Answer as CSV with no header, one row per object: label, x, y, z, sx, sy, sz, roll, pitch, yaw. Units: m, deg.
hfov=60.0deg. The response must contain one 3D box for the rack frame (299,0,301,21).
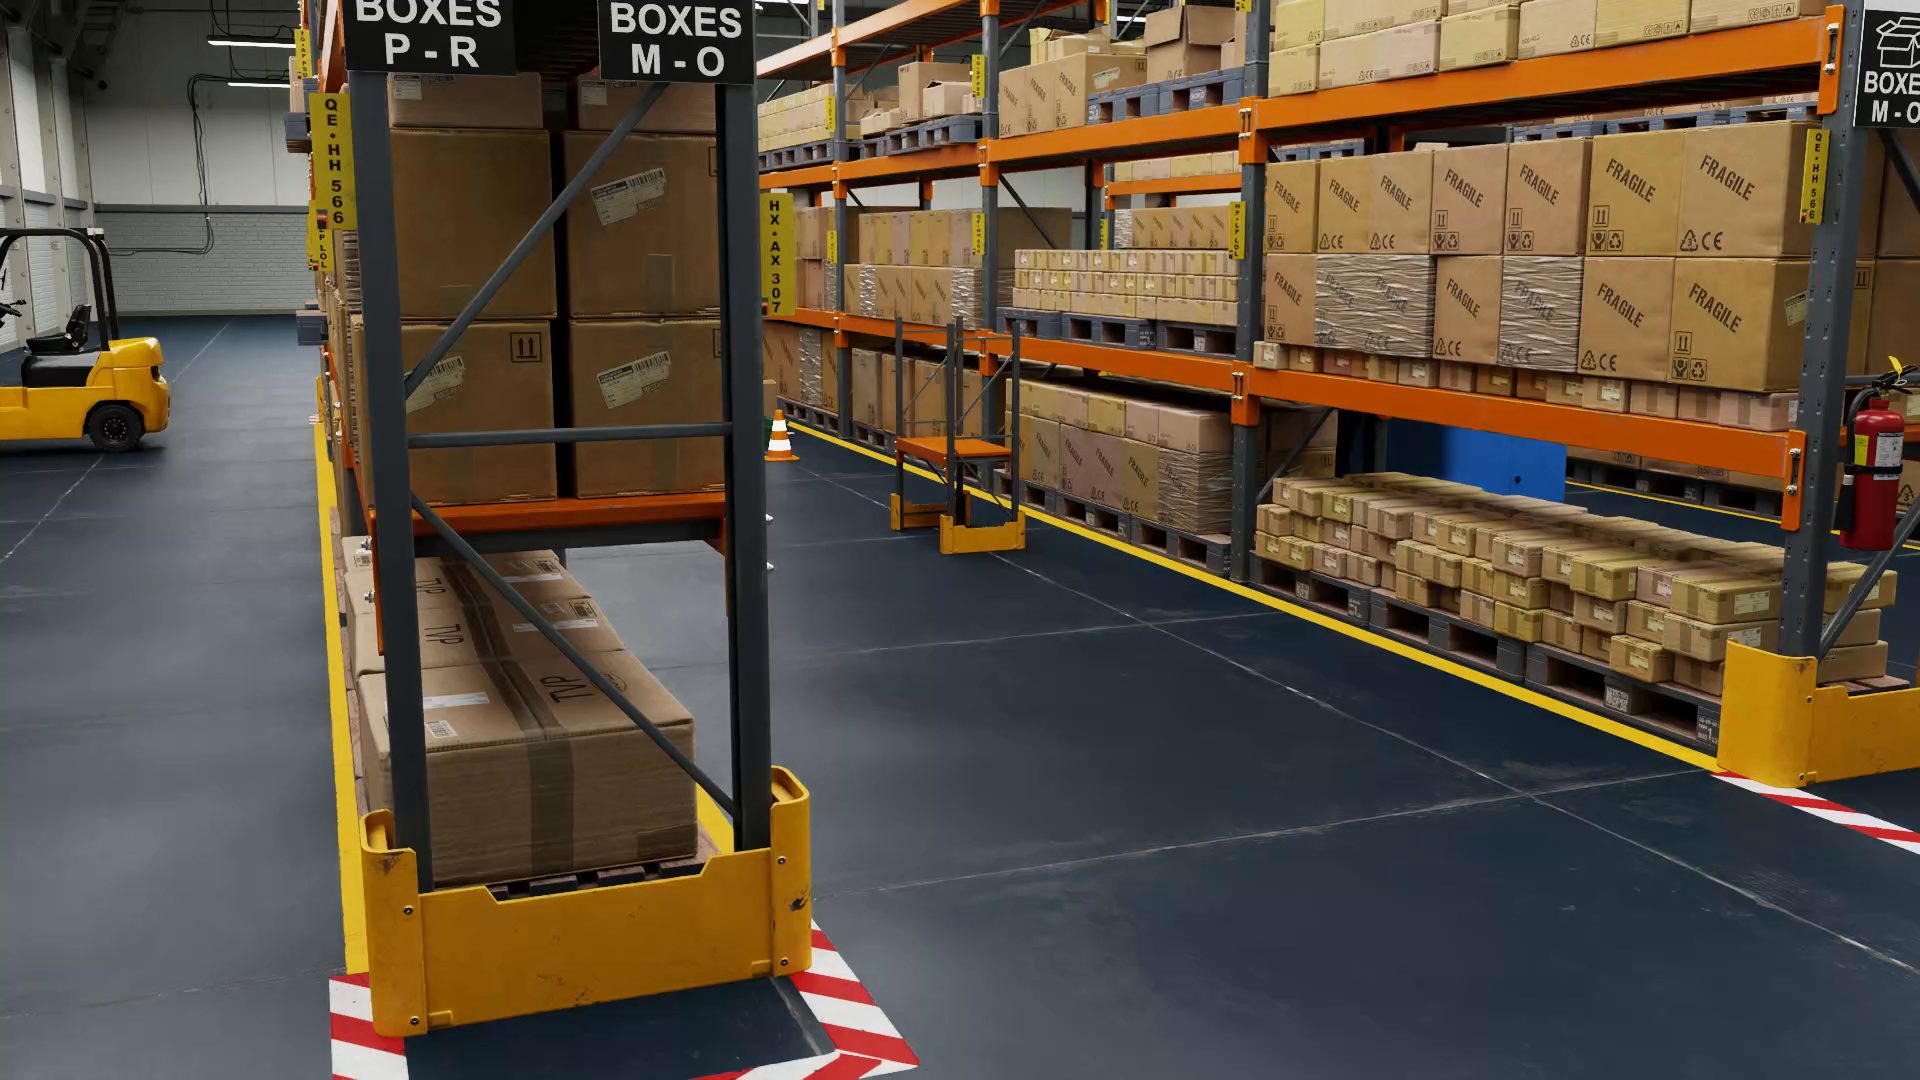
rack frame,-6.812,-5.833,18.517,1.000,3.000,0.127,-4,11,-21

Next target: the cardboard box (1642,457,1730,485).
cardboard box,6.198,-0.959,13.115,1.225,0.875,0.875,-4,11,-23

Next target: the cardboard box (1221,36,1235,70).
cardboard box,1.990,-3.048,10.480,0.500,0.311,0.500,-4,11,-22

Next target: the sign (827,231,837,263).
sign,-1.302,-2.987,16.948,0.100,0.325,0.005,-4,11,-21

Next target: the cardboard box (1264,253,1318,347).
cardboard box,2.058,-1.350,9.310,0.500,0.500,0.500,-4,11,-22

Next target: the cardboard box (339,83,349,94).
cardboard box,-1.617,-1.251,4.896,0.380,0.149,0.250,-4,11,-21

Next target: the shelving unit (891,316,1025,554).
shelving unit,-0.028,-0.751,11.359,0.587,1.500,1.083,-4,11,-21

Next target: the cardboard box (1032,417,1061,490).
cardboard box,0.868,-0.667,12.542,0.500,0.500,0.500,-4,11,-20

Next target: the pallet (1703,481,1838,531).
pallet,6.423,-0.298,12.492,1.003,0.211,1.213,-4,11,-21

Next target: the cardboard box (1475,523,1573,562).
cardboard box,2.709,0.020,7.987,0.380,0.149,0.250,-4,11,-23

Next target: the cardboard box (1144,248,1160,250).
cardboard box,2.891,-3.538,21.612,0.875,0.500,0.500,-4,11,-21

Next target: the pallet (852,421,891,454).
pallet,-0.436,-1.063,16.793,1.003,0.211,1.213,-4,11,-21

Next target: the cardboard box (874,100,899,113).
cardboard box,-0.702,-4.460,17.458,0.500,0.250,0.500,-4,11,-21

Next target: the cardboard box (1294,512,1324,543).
cardboard box,2.122,-0.086,9.429,0.380,0.149,0.250,-4,11,-20

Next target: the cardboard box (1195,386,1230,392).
cardboard box,3.253,-2.089,20.535,0.500,0.500,0.500,-5,11,-26

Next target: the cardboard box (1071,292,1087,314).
cardboard box,1.031,-1.726,12.078,0.380,0.149,0.250,-4,11,-19

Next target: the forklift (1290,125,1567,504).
forklift,2.995,-1.587,11.974,1.130,2.935,3.031,-4,11,-22

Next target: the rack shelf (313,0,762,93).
rack shelf,-1.739,-1.717,5.996,1.077,0.370,4.000,-4,11,-21

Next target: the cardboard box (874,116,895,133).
cardboard box,-0.641,-3.981,15.904,0.250,0.149,0.380,-4,11,-21

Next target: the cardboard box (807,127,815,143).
cardboard box,-1.402,-4.289,17.632,0.380,0.149,0.250,-4,11,-20

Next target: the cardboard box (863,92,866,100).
cardboard box,-0.878,-4.764,18.029,0.380,0.149,0.250,-4,11,-22

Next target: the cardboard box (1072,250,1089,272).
cardboard box,1.031,-2.021,12.037,0.380,0.149,0.250,-3,11,-18

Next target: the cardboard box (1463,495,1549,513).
cardboard box,2.917,-0.141,8.889,0.380,0.149,0.250,-4,11,-24

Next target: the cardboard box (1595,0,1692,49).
cardboard box,2.960,-2.142,6.758,0.500,0.250,0.500,-4,11,-21

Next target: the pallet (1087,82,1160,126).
pallet,1.610,-2.912,11.198,1.213,0.211,1.003,-4,11,-21

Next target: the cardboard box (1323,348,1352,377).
cardboard box,2.219,-0.983,9.098,0.380,0.149,0.250,-4,11,-23

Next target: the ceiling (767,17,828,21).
ceiling,-7.997,-16.814,54.554,6.000,0.001,6.000,-4,11,-21

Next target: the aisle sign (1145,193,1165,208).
aisle sign,2.681,-4.817,22.514,0.394,0.787,0.004,-4,11,-21

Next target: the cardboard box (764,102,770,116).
cardboard box,-2.043,-4.971,19.192,0.380,0.149,0.250,-4,11,-22

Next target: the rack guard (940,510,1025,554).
rack guard,0.153,-0.054,11.011,0.587,0.250,0.087,-4,11,-21

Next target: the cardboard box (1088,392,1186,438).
cardboard box,1.229,-0.872,11.556,0.500,0.250,0.500,-4,11,-23

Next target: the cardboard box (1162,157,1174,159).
cardboard box,2.748,-4.833,20.753,0.380,0.149,0.250,-4,11,-23

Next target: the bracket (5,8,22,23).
bracket,-18.066,-10.012,31.730,0.235,0.232,0.430,-4,11,-21

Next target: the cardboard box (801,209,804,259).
cardboard box,-1.263,-3.404,18.481,0.875,0.550,0.550,-4,11,-21

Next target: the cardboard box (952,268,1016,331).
cardboard box,0.250,-2.010,13.869,0.500,0.500,0.500,-4,11,-21

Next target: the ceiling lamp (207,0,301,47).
ceiling lamp,-13.768,-11.301,32.589,2.000,3.185,0.800,-4,11,-21

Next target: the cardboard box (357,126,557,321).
cardboard box,-1.411,-0.873,4.621,0.500,0.500,0.500,-4,11,-19

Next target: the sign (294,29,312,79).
sign,-4.420,-3.271,11.201,0.100,0.325,0.005,-4,11,-21

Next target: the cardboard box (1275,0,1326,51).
cardboard box,2.064,-2.807,9.069,0.500,0.250,0.500,-4,11,-19

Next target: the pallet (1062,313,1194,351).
pallet,1.419,-1.489,11.775,1.003,0.211,1.213,-4,11,-21

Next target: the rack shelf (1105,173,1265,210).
rack shelf,3.149,-4.304,20.543,1.077,0.370,4.000,-4,11,-21

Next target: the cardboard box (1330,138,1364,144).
cardboard box,4.294,-4.353,17.268,0.797,0.503,0.637,-3,11,-19

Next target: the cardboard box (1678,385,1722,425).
cardboard box,3.126,-0.553,6.681,0.380,0.149,0.250,-4,11,-21

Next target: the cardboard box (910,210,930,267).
cardboard box,-0.048,-2.769,15.282,0.700,0.500,0.500,-4,11,-21

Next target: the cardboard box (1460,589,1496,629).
cardboard box,2.642,0.319,8.005,0.380,0.149,0.250,-4,11,-20

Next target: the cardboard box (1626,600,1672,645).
cardboard box,3.061,0.338,7.047,0.380,0.149,0.250,-4,11,-22

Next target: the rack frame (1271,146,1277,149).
rack frame,3.874,-5.809,18.382,1.000,3.000,0.127,-4,11,-21

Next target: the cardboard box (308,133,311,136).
cardboard box,-5.774,-3.831,15.407,0.500,0.250,0.500,-4,11,-21

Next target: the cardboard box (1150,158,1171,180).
cardboard box,2.726,-4.651,20.867,0.500,0.250,0.500,-4,11,-21

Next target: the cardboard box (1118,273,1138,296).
cardboard box,1.304,-1.748,11.352,0.380,0.149,0.250,-4,11,-21

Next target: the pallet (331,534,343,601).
pallet,-3.259,0.132,10.077,1.003,0.211,1.213,-4,11,-21

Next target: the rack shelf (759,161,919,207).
rack shelf,-1.511,-4.006,18.866,1.077,0.370,4.000,-4,11,-21

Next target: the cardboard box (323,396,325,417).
cardboard box,-6.390,-1.411,17.440,0.500,0.250,0.500,-3,11,-17

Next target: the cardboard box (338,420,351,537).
cardboard box,-2.763,-0.177,8.720,0.875,0.875,0.875,-4,11,-19
